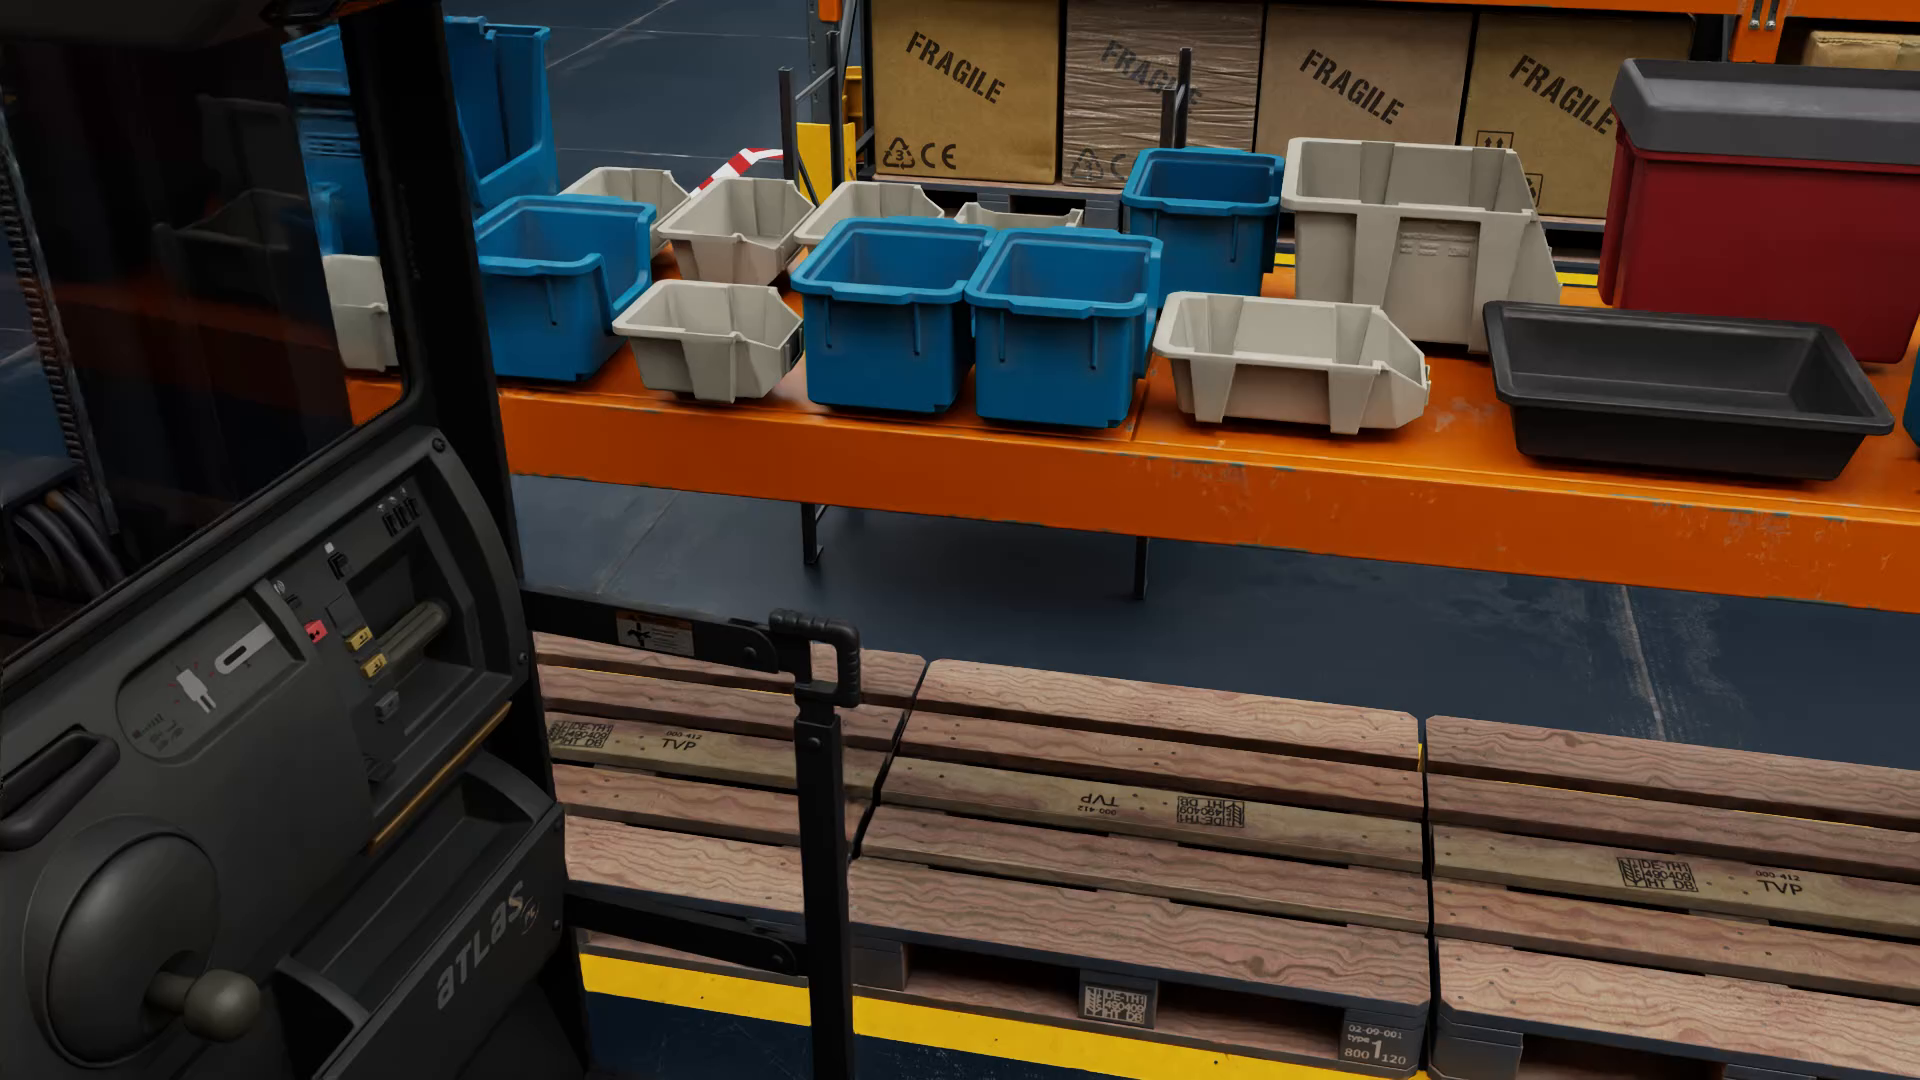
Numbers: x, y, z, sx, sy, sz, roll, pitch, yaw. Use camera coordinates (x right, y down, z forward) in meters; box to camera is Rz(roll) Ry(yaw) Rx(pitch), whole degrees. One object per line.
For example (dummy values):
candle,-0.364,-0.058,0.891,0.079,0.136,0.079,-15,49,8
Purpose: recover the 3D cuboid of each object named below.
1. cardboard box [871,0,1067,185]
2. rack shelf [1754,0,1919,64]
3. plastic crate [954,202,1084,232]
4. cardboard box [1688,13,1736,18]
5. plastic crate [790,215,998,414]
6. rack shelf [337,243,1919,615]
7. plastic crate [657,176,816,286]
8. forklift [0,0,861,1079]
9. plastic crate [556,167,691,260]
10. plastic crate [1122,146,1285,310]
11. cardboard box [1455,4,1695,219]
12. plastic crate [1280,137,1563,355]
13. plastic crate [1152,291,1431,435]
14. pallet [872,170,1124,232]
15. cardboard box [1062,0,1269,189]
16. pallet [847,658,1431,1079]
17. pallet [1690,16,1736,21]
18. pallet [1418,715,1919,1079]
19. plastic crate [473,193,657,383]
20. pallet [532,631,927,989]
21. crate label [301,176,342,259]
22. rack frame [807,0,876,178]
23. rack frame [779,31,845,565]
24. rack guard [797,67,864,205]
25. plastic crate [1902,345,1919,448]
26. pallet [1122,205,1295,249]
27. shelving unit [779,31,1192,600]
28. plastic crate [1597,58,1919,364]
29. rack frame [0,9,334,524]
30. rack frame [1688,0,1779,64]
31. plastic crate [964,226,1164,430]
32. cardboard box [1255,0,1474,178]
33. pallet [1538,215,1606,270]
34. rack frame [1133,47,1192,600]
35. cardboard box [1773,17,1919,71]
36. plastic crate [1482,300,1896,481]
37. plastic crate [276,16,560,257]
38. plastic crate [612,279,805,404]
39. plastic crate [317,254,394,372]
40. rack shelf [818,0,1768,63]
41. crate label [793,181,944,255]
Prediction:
cardboard box,0.108,-2.311,8.124,0.875,0.875,0.875,6,29,11
rack shelf,5.333,-2.169,6.837,4.000,0.370,1.077,6,29,11
plastic crate,0.118,-0.600,3.435,0.250,0.136,0.298,6,29,11
cardboard box,5.179,-3.893,11.403,0.500,0.500,0.500,7,29,13
plastic crate,-0.109,-0.401,2.971,0.300,0.233,0.416,6,29,11
rack shelf,0.387,-0.244,3.321,4.000,0.370,1.077,6,29,11
plastic crate,-0.453,-0.638,3.504,0.243,0.136,0.396,6,29,11
forklift,-0.599,0.202,1.828,3.031,2.935,1.130,9,30,15
plastic crate,-0.734,-0.674,3.569,0.243,0.136,0.396,6,29,11
plastic crate,0.493,-0.627,3.384,0.300,0.233,0.416,6,29,11
cardboard box,2.748,-2.041,7.629,0.875,0.875,0.875,6,29,11
plastic crate,0.888,-0.573,3.233,0.530,0.282,0.437,6,29,11
plastic crate,0.577,-0.303,2.892,0.466,0.136,0.293,6,29,11
pallet,0.264,-1.819,8.353,1.213,0.211,1.003,6,29,11
cardboard box,0.998,-2.220,7.957,0.875,0.875,0.875,6,29,11
pallet,0.419,0.688,3.774,1.213,0.211,1.003,6,29,11
pallet,5.273,-3.703,11.795,1.213,0.211,1.003,6,29,11
pallet,1.616,0.809,3.553,1.213,0.211,1.003,6,29,11
plastic crate,-0.753,-0.467,3.092,0.300,0.233,0.416,6,29,11
pallet,-0.771,0.564,4.000,1.213,0.211,1.003,6,29,11
crate label,-1.396,-0.533,3.212,0.303,0.233,0.416,6,29,11
rack frame,-0.535,-3.086,7.763,0.127,3.000,1.000,6,29,11
rack frame,-0.414,-0.700,4.967,0.032,1.500,0.500,6,29,11
rack guard,-0.558,-1.992,8.368,0.348,0.500,1.175,6,29,11
plastic crate,1.815,-0.265,2.564,0.575,0.384,0.392,6,29,11
pallet,1.453,-1.696,8.128,1.213,0.211,1.003,6,29,11
shelving unit,0.083,-0.649,4.874,1.048,1.500,0.538,6,29,11
plastic crate,1.522,-0.620,3.130,0.583,0.464,0.402,6,29,11
rack frame,-1.569,-0.760,3.514,0.127,3.000,1.000,6,29,11
rack frame,3.377,-2.685,7.030,0.127,3.000,1.000,6,29,11
plastic crate,0.185,-0.371,2.916,0.300,0.233,0.416,6,29,11
cardboard box,1.868,-2.131,7.794,0.875,0.875,0.875,6,29,11
pallet,2.650,-1.575,7.906,1.213,0.211,1.003,6,29,11
rack frame,0.581,-0.598,4.781,0.032,1.500,0.500,6,29,11
cardboard box,4.007,-1.882,7.340,0.875,0.875,1.225,6,29,11
plastic crate,1.192,-0.250,2.808,0.590,0.125,0.437,6,29,11
plastic crate,-1.203,-0.856,3.590,0.499,0.435,0.616,6,29,11
plastic crate,-0.437,-0.352,2.982,0.298,0.136,0.250,6,29,11
plastic crate,-1.100,-0.420,3.106,0.298,0.136,0.250,6,29,11
rack shelf,1.421,-2.570,7.569,4.000,0.370,1.077,6,29,11
crate label,-0.176,-0.621,3.474,0.243,0.136,0.396,6,29,11
